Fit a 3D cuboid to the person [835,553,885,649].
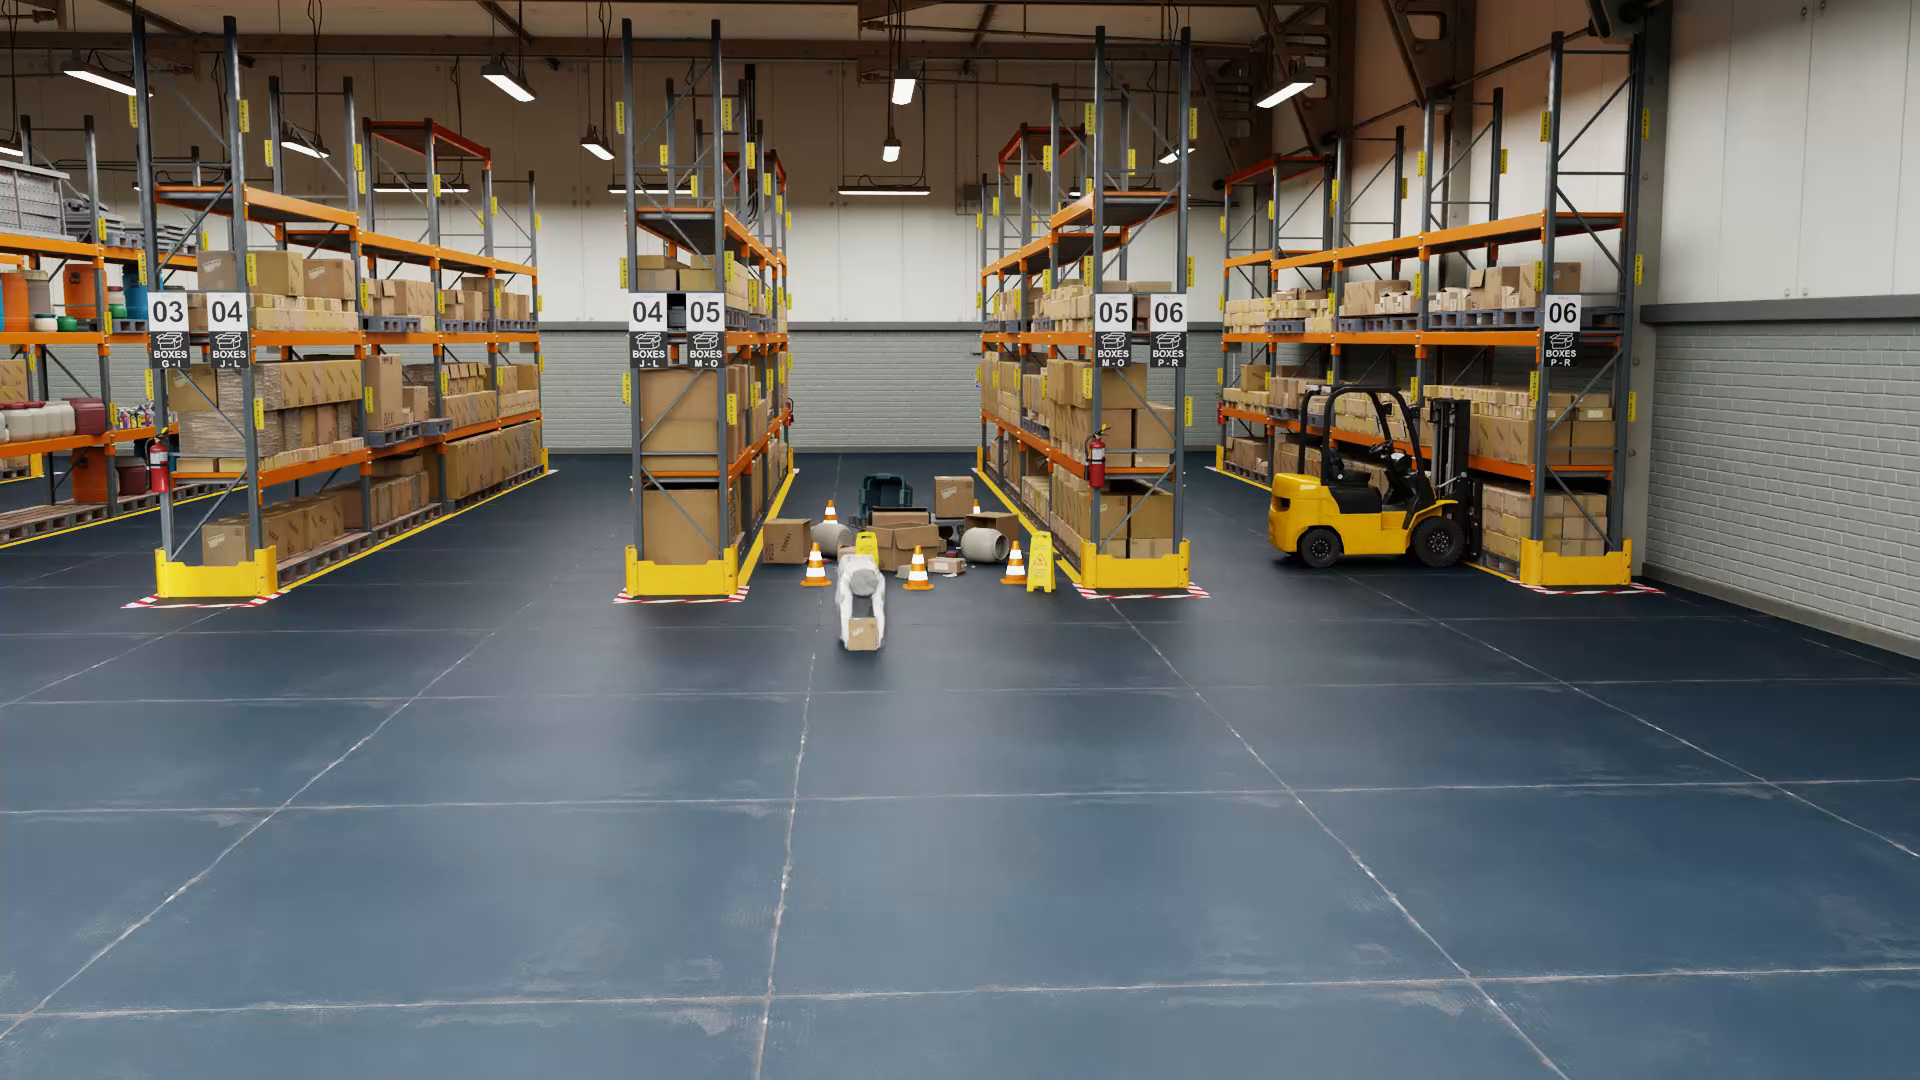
[{"bbox_3d":[-0.902,0.547,15.014,0.452,0.801,0.897,-1,7,-6],"label":"person"}]
